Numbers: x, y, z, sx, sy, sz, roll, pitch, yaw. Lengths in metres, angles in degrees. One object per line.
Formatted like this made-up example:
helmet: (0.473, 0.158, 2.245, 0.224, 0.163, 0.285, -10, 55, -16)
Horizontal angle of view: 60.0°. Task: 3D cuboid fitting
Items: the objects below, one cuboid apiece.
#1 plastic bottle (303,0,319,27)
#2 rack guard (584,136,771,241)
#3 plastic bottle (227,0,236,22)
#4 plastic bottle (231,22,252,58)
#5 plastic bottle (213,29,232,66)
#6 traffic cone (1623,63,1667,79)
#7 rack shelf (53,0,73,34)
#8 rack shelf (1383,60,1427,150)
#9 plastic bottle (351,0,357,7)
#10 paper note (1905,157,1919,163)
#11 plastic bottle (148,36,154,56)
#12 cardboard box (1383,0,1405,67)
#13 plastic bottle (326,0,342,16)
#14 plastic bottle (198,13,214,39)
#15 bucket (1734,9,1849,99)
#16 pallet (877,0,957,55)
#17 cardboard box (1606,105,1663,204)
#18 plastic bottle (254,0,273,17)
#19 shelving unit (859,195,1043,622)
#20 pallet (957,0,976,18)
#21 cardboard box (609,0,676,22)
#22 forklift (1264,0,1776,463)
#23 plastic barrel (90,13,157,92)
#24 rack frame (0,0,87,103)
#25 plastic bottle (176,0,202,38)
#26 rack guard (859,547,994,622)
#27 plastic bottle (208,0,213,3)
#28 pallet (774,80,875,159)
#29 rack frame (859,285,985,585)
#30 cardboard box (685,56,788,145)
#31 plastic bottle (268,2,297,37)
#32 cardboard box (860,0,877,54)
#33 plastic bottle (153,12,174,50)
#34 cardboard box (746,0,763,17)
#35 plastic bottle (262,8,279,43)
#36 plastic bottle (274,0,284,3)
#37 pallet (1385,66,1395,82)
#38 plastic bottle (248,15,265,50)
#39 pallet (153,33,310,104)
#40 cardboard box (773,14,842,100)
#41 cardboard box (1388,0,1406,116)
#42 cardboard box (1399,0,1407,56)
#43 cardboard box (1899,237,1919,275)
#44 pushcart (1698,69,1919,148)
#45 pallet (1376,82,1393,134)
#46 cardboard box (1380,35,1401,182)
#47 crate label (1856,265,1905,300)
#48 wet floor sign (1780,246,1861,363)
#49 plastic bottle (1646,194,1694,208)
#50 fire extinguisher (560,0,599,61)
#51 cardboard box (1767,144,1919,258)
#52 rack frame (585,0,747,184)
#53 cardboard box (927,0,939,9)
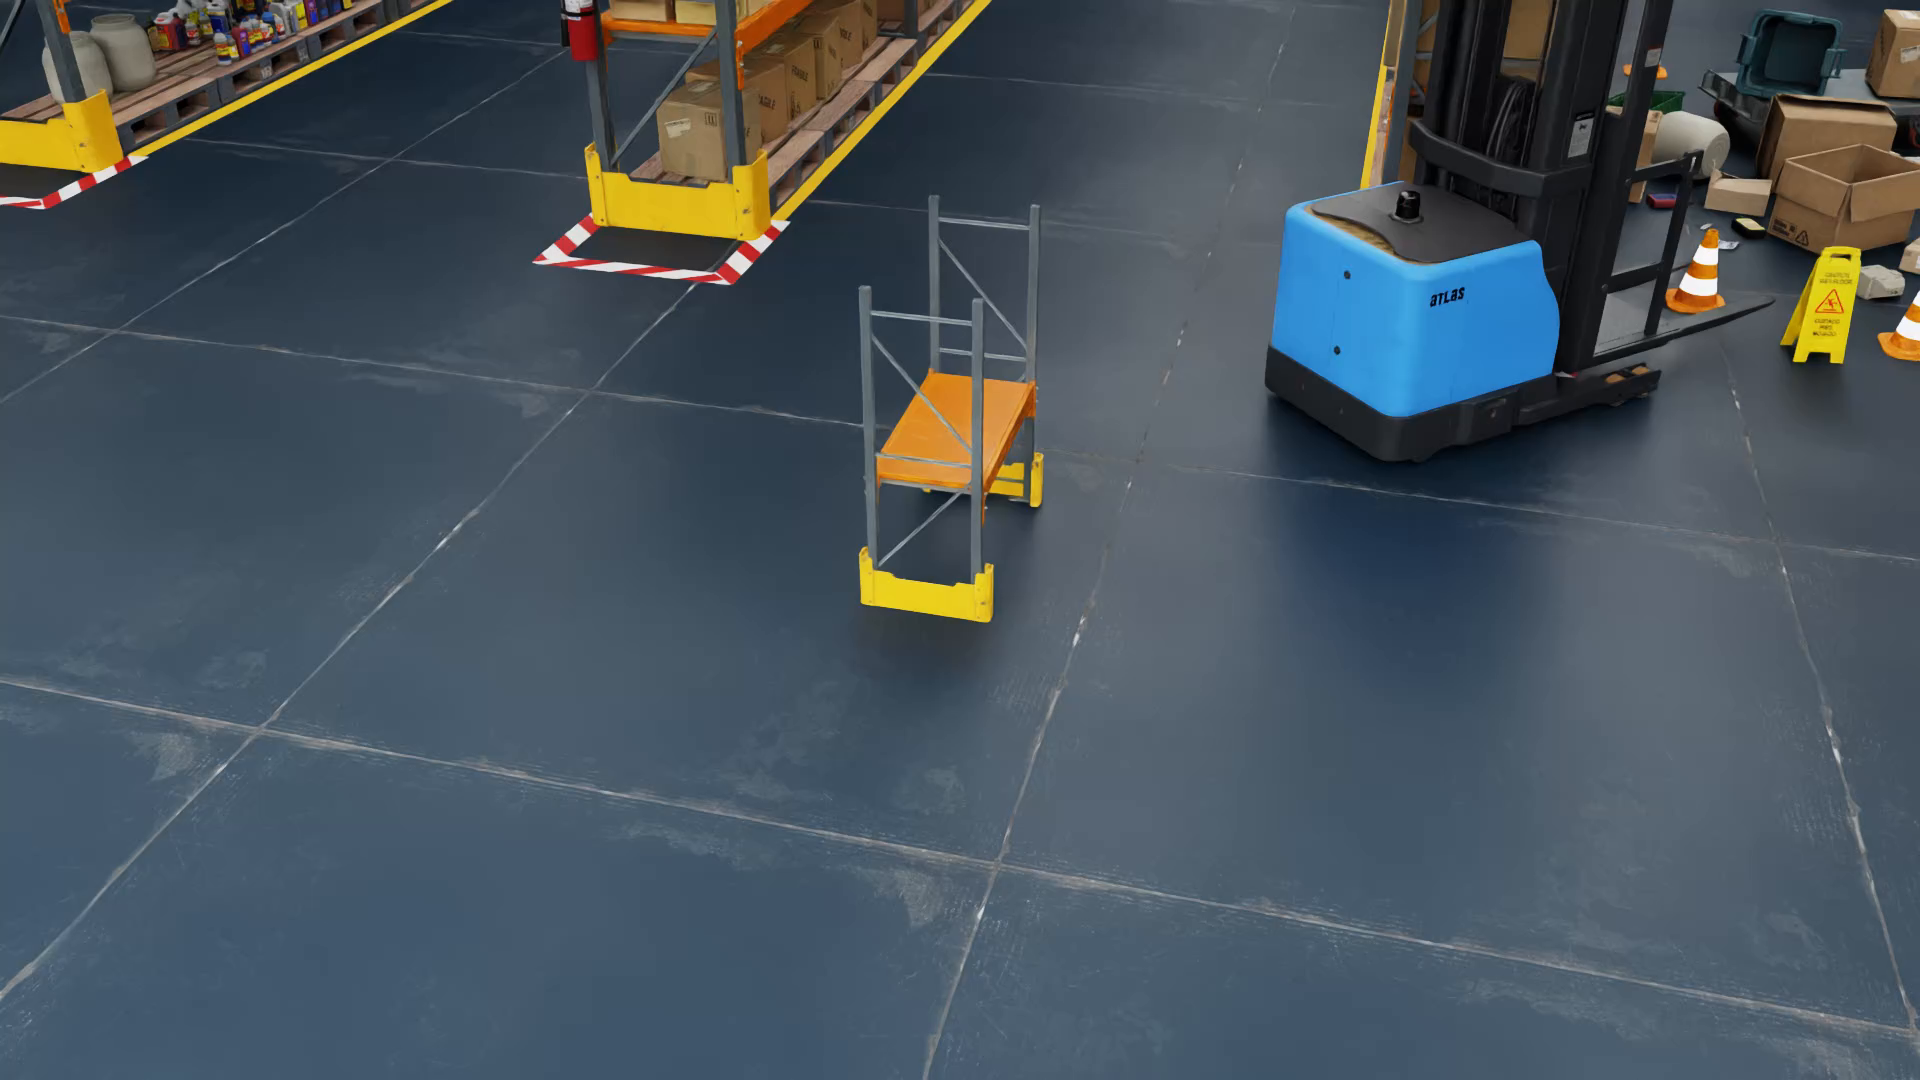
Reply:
plastic bottle: (-5.577, -4.558, 14.245, 0.061, 0.283, 0.133, 10, 34, 16)
rack guard: (-1.848, -2.316, 10.927, 1.175, 0.500, 0.348, 8, 33, 12)
plastic bottle: (-6.298, -4.574, 14.282, 0.097, 0.271, 0.097, 0, 32, 0)
plastic bottle: (-5.821, -4.058, 13.460, 0.061, 0.283, 0.133, 9, 33, 13)
plastic bottle: (-5.896, -3.938, 13.282, 0.097, 0.271, 0.097, 0, 32, 0)
traffic cone: (5.721, -4.099, 13.767, 0.336, 0.463, 0.334, 8, 33, 12)
rack shelf: (-6.150, -4.740, 13.081, 1.077, 0.370, 4.000, 8, 33, 12)
rack shelf: (3.412, -3.338, 10.875, 1.077, 0.370, 4.000, 8, 33, 12)
plastic bottle: (-5.434, -4.856, 14.790, 0.097, 0.201, 0.097, 0, 32, 0)
paper note: (6.949, -2.762, 12.066, 0.148, 0.019, 0.142, 8, 33, 12)
plastic bottle: (-6.616, -4.023, 13.481, 0.097, 0.201, 0.097, 0, 32, 0)
cardboard box: (3.990, -4.242, 13.332, 1.050, 0.750, 0.750, 8, 33, 12)
plastic bottle: (-5.528, -4.776, 14.525, 0.144, 0.351, 0.185, 7, 33, 11)
plastic bottle: (-6.324, -4.315, 13.940, 0.097, 0.201, 0.097, 0, 32, 0)
bucket: (6.115, -3.555, 12.180, 0.726, 0.611, 0.620, 20, 28, 29)
pallet: (-0.656, -4.635, 14.843, 1.003, 0.211, 1.213, 8, 33, 12)
cardboard box: (4.519, -2.680, 11.498, 0.500, 0.500, 0.500, 14, 35, 21)
plastic bottle: (-6.110, -4.767, 14.512, 0.144, 0.351, 0.185, 8, 33, 12)
shelving unit: (-0.019, -0.593, 7.285, 0.587, 1.500, 1.083, 8, 33, 12)
pallet: (-0.348, -5.270, 15.842, 1.003, 0.211, 1.213, 8, 33, 12)
cardboard box: (-1.995, -3.401, 10.539, 0.380, 0.149, 0.250, 8, 33, 12)
forklift: (3.174, -2.182, 8.451, 3.031, 2.935, 1.130, -17, 36, -24)
plastic barrel: (-6.438, -3.745, 12.773, 0.421, 0.512, 0.421, 0, 32, 0)
rack frame: (-6.658, -4.006, 11.255, 1.000, 3.000, 0.127, 8, 33, 12)
plastic bottle: (-6.452, -4.372, 13.890, 0.144, 0.351, 0.185, 9, 34, 14)
rack guard: (-0.146, 0.192, 7.214, 0.587, 0.250, 0.087, 8, 33, 12)
plastic bottle: (-6.379, -4.580, 14.281, 0.061, 0.283, 0.133, 9, 34, 15)
pallet: (-1.296, -3.242, 12.653, 1.003, 0.211, 1.213, 8, 33, 12)
rack frame: (-0.151, -0.325, 6.863, 0.500, 1.500, 0.032, 8, 33, 12)
cardboard box: (-1.574, -3.090, 11.754, 0.500, 0.500, 0.500, 17, 36, 25)
plastic bottle: (-5.703, -4.393, 13.993, 0.152, 0.276, 0.135, 9, 33, 13)
cardboard box: (-0.992, -4.327, 13.700, 0.500, 0.500, 0.500, 7, 33, 11)
plastic bottle: (-6.526, -4.182, 13.661, 0.152, 0.276, 0.135, 8, 33, 13)
cardboard box: (-1.482, -3.468, 10.643, 0.380, 0.149, 0.250, 8, 33, 12)
plastic bottle: (-5.733, -4.273, 13.809, 0.097, 0.271, 0.097, 0, 32, 0)
plastic bottle: (-5.764, -4.481, 14.124, 0.061, 0.283, 0.133, 8, 33, 12)
pallet: (4.043, -3.913, 13.709, 1.003, 0.211, 1.213, 8, 33, 12)
plastic bottle: (-5.784, -4.168, 13.644, 0.097, 0.271, 0.097, 0, 32, 0)
pallet: (-6.161, -3.927, 13.730, 1.003, 0.211, 1.213, 8, 33, 12)
cardboard box: (-1.212, -3.696, 12.707, 0.500, 0.500, 0.500, 5, 33, 8)
cardboard box: (3.693, -3.643, 12.274, 0.875, 0.875, 0.875, 9, 33, 13)
cardboard box: (3.074, -3.154, 9.776, 0.875, 0.550, 0.550, 8, 33, 12)
cardboard box: (6.097, -1.734, 10.339, 0.380, 0.149, 0.250, 28, 42, 36)
pushcart: (6.515, -3.236, 12.488, 1.648, 0.377, 0.936, -3, 33, -4)
pallet: (3.651, -3.119, 12.459, 1.003, 0.211, 1.213, 8, 33, 12)
cardboard box: (3.234, -2.702, 10.793, 0.875, 0.875, 0.875, 8, 33, 12)
crate label: (5.559, -1.564, 10.083, 0.250, 0.136, 0.298, -8, 33, -13)
wet floor sign: (4.813, -1.326, 9.234, 0.267, 0.644, 0.232, 3, 33, 4)
plastic bottle: (4.839, -2.311, 11.329, 0.283, 0.061, 0.133, -3, 33, -4)
fire extinguisher: (-2.342, -3.302, 10.220, 0.296, 0.674, 0.183, 8, 33, 12)
cardboard box: (5.715, -2.185, 10.718, 0.797, 0.503, 0.637, -14, 35, -21)
rack frame: (-1.867, -3.331, 10.194, 1.000, 3.000, 0.127, 8, 33, 12)
cardboard box: (-0.536, -5.099, 14.894, 0.700, 0.500, 0.500, 8, 33, 12)
